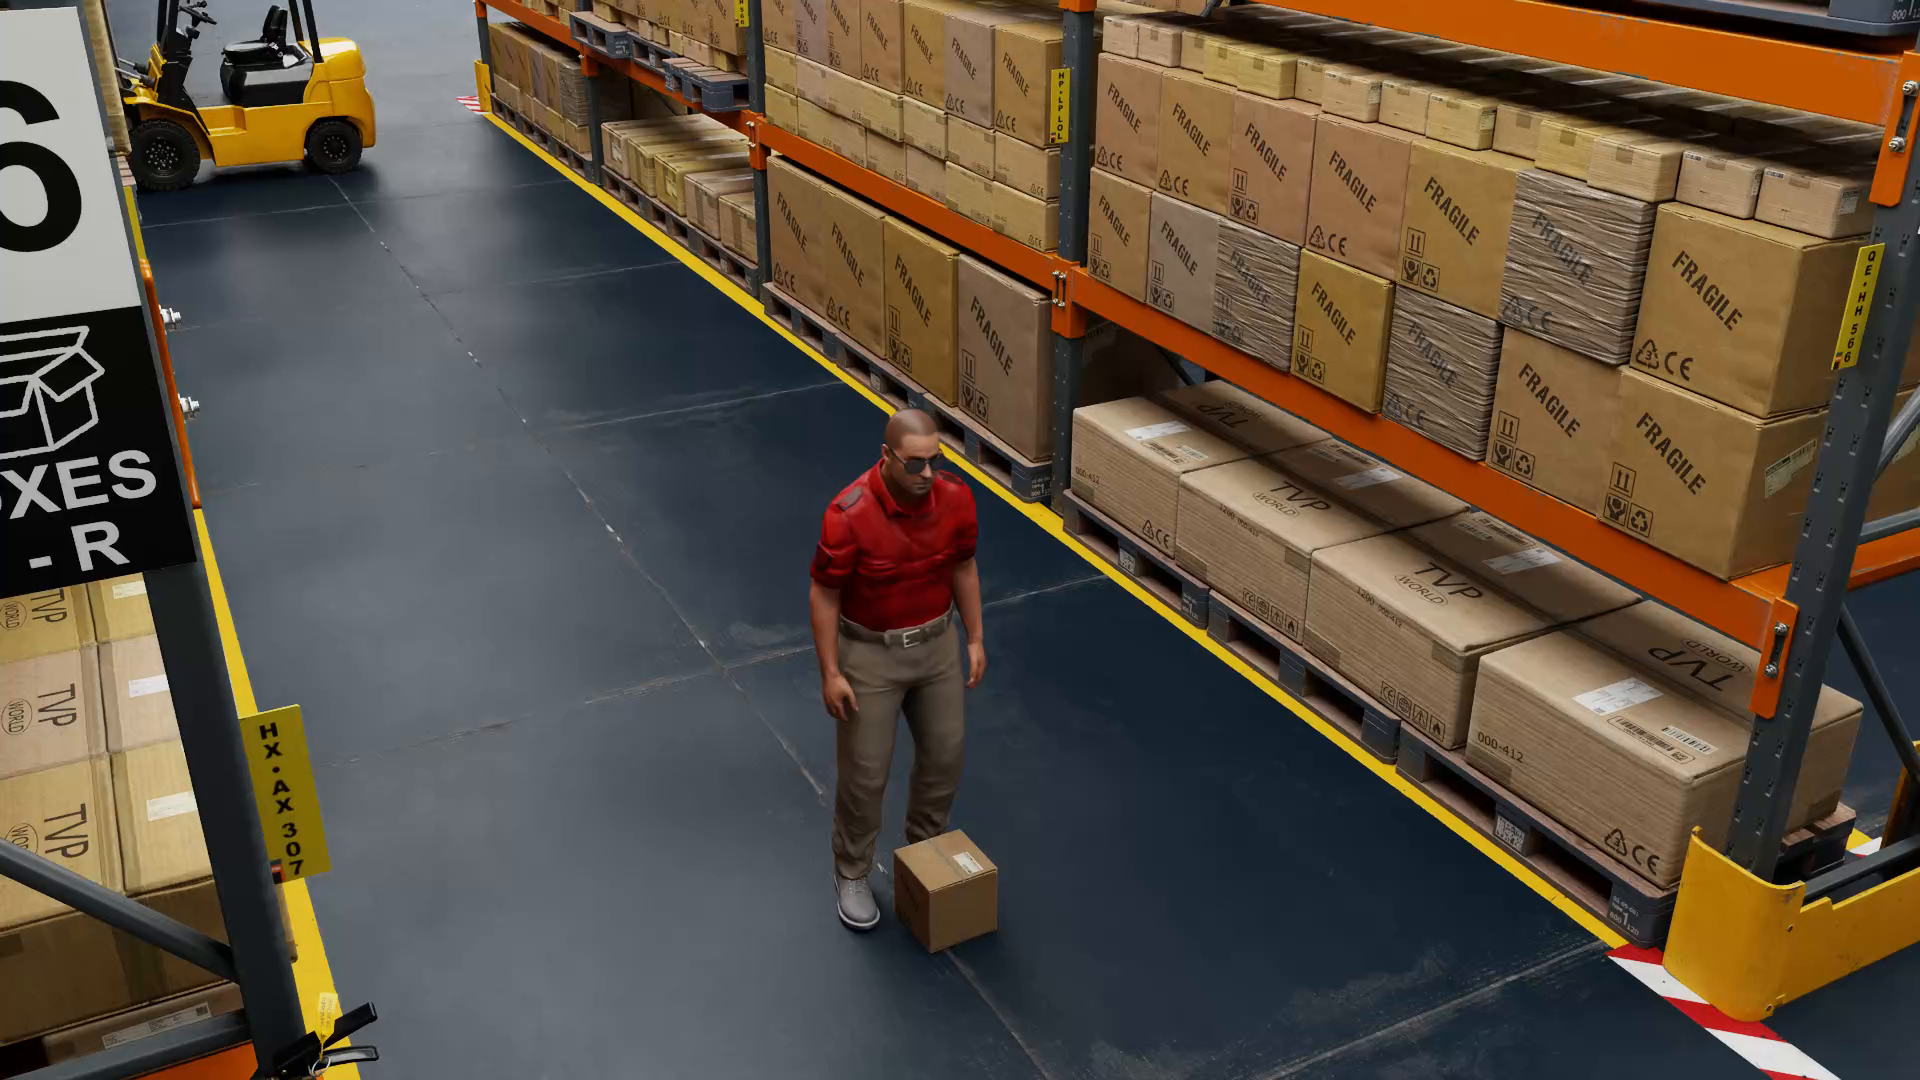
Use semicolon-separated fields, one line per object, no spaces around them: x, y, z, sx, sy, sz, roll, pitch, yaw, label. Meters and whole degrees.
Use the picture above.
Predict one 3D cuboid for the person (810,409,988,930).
-0.185;0.383;5.316;0.585;1.727;0.392;-13;28;-25;person
